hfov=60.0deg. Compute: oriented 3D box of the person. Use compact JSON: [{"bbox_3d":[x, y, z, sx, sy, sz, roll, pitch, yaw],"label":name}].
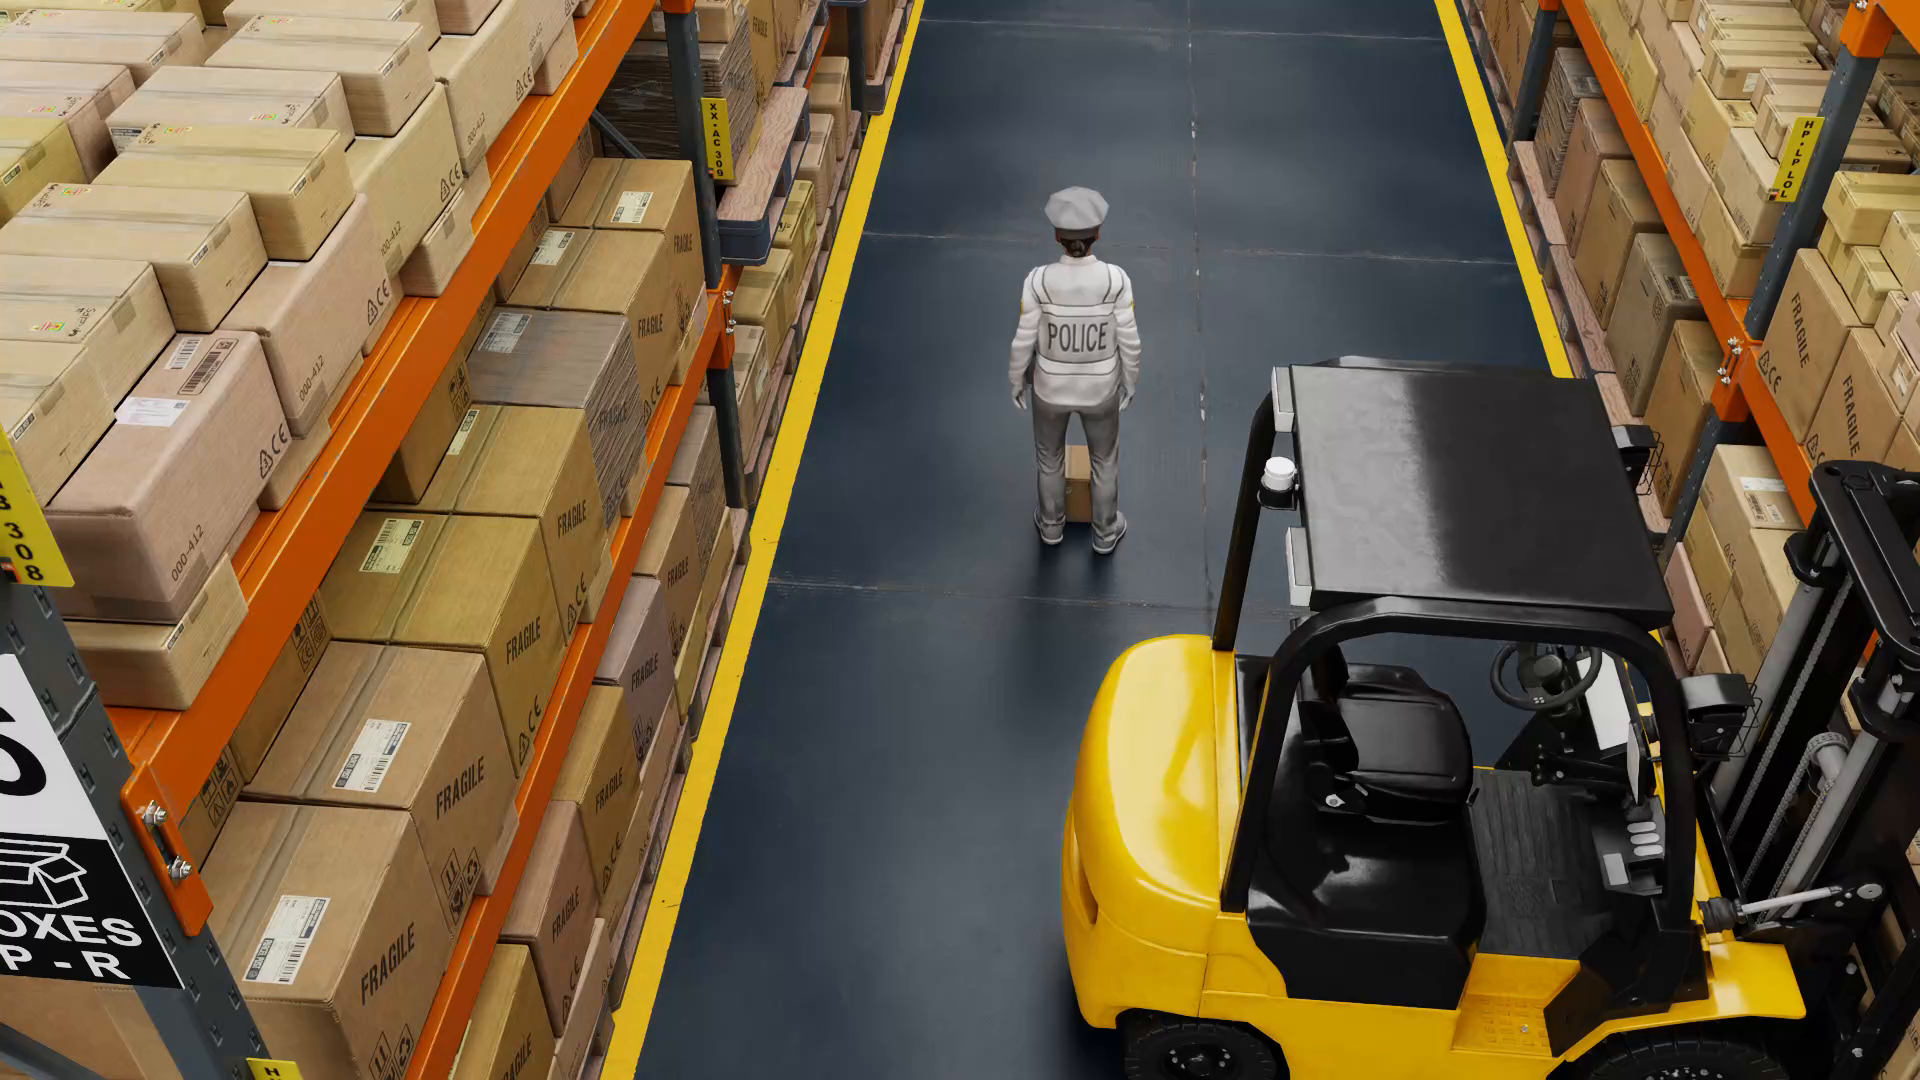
[{"bbox_3d":[0.475,-0.655,6.924,0.547,1.667,0.408,1,40,2],"label":"person"}]
